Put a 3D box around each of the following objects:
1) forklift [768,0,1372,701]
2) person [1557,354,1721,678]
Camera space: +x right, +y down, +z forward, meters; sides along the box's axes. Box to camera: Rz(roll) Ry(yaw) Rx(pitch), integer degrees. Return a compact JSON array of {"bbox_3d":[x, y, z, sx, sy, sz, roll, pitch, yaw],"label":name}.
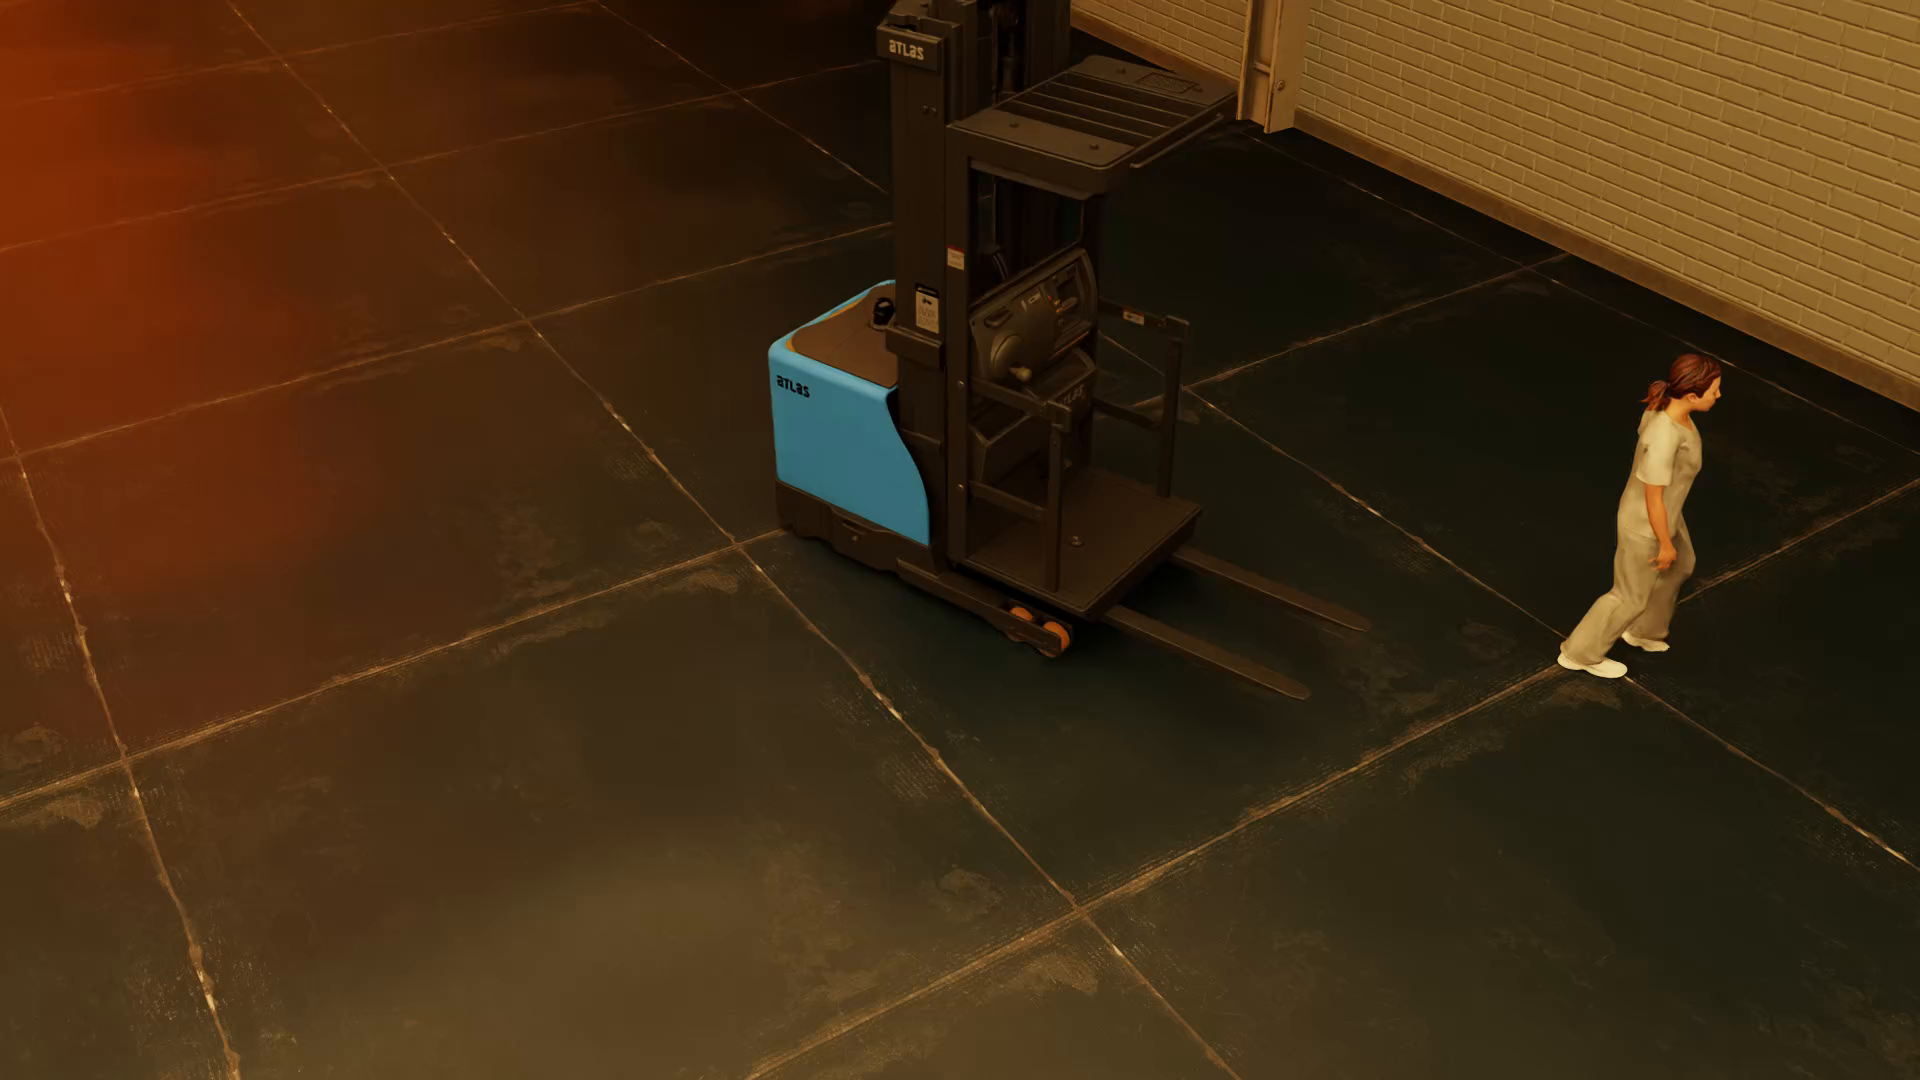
[{"bbox_3d":[0.513,-0.991,7.558,3.031,2.935,1.130,23,41,30],"label":"forklift"},{"bbox_3d":[3.099,-0.062,7.401,0.530,1.710,0.545,12,37,17],"label":"person"}]
